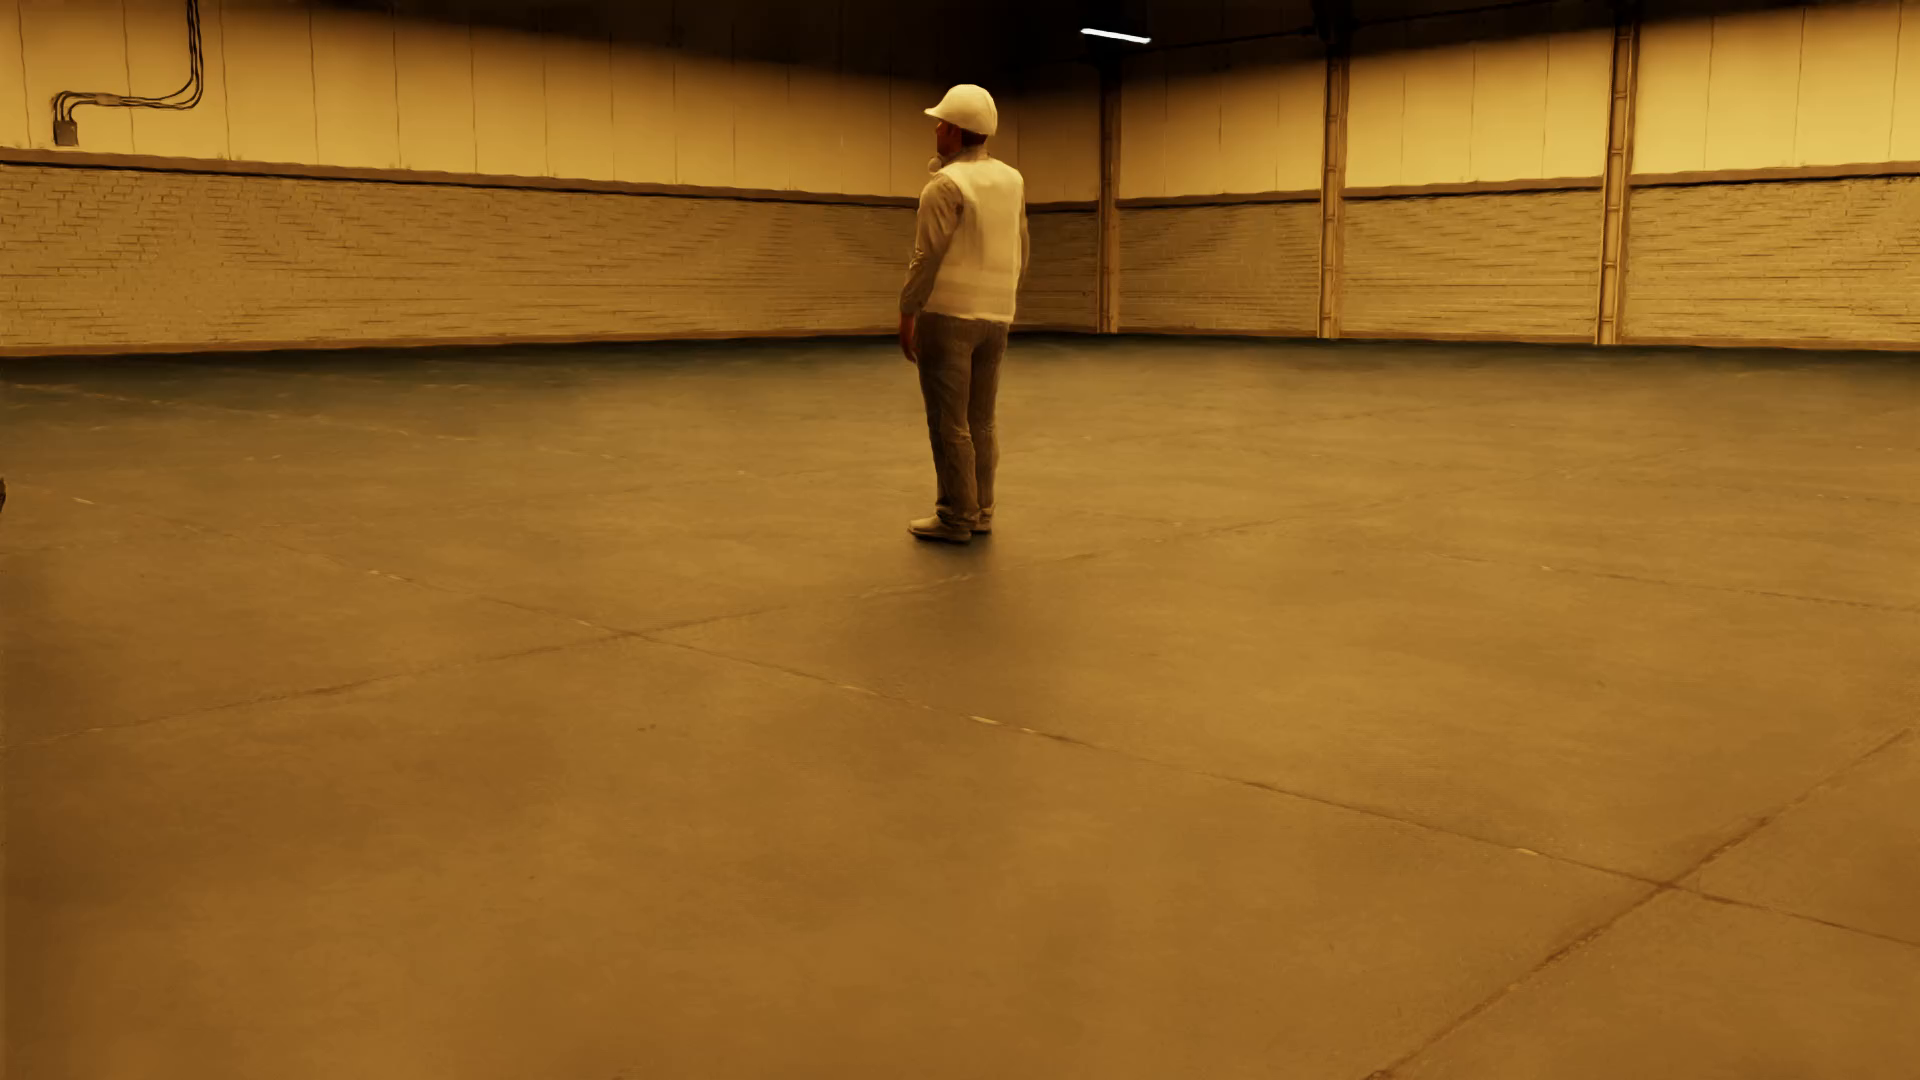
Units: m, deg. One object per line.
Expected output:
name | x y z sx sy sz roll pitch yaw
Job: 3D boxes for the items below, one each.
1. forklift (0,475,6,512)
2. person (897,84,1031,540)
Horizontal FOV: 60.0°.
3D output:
forklift | -4.726 -1.506 6.873 1.130 2.935 3.031 -4 10 -26
person | -0.039 -0.892 6.633 0.567 1.773 0.631 8 12 43
